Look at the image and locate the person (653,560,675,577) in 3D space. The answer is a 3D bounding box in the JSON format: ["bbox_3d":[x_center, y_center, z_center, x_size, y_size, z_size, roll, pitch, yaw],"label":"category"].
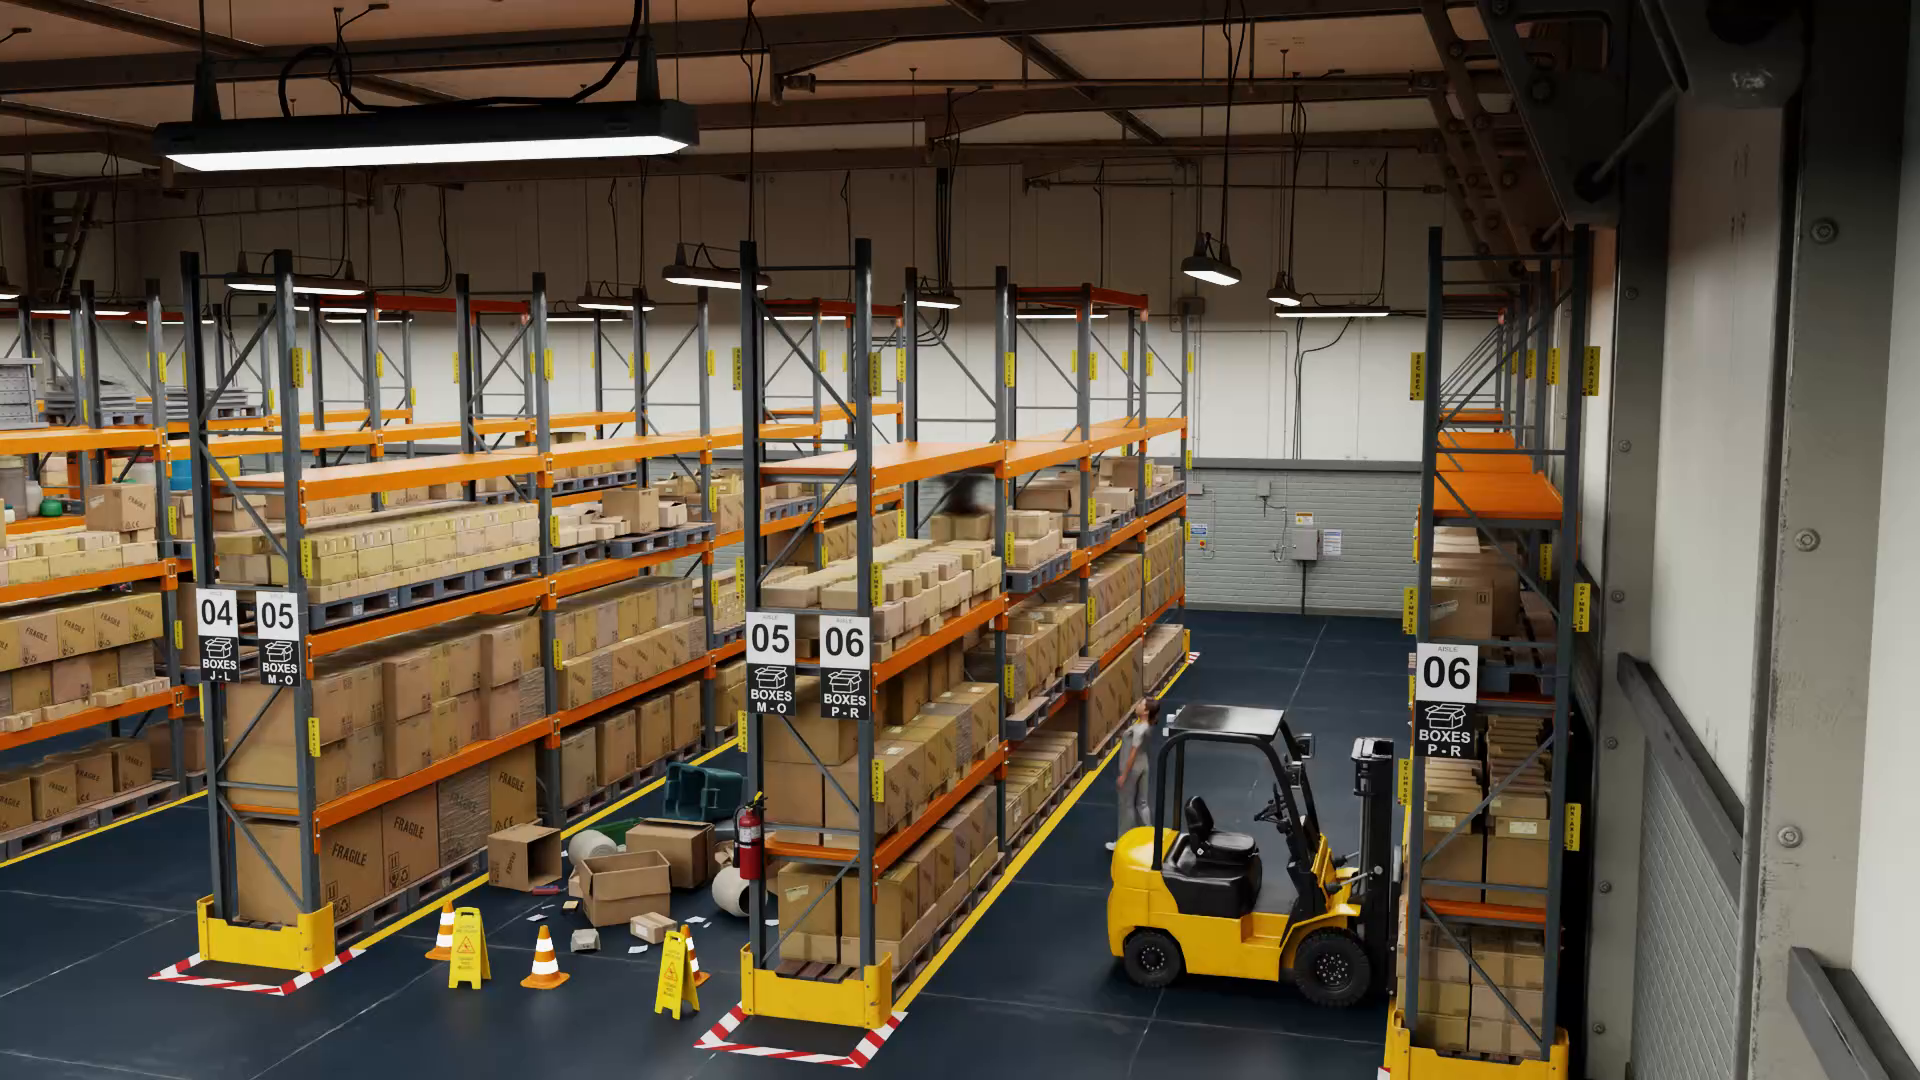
[{"bbox_3d":[-5.749,0.717,32.291,0.593,1.653,0.469,2,7,16],"label":"person"}]

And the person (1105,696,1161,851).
[{"bbox_3d":[1.805,2.429,17.273,0.482,1.640,0.515,5,8,40],"label":"person"}]
